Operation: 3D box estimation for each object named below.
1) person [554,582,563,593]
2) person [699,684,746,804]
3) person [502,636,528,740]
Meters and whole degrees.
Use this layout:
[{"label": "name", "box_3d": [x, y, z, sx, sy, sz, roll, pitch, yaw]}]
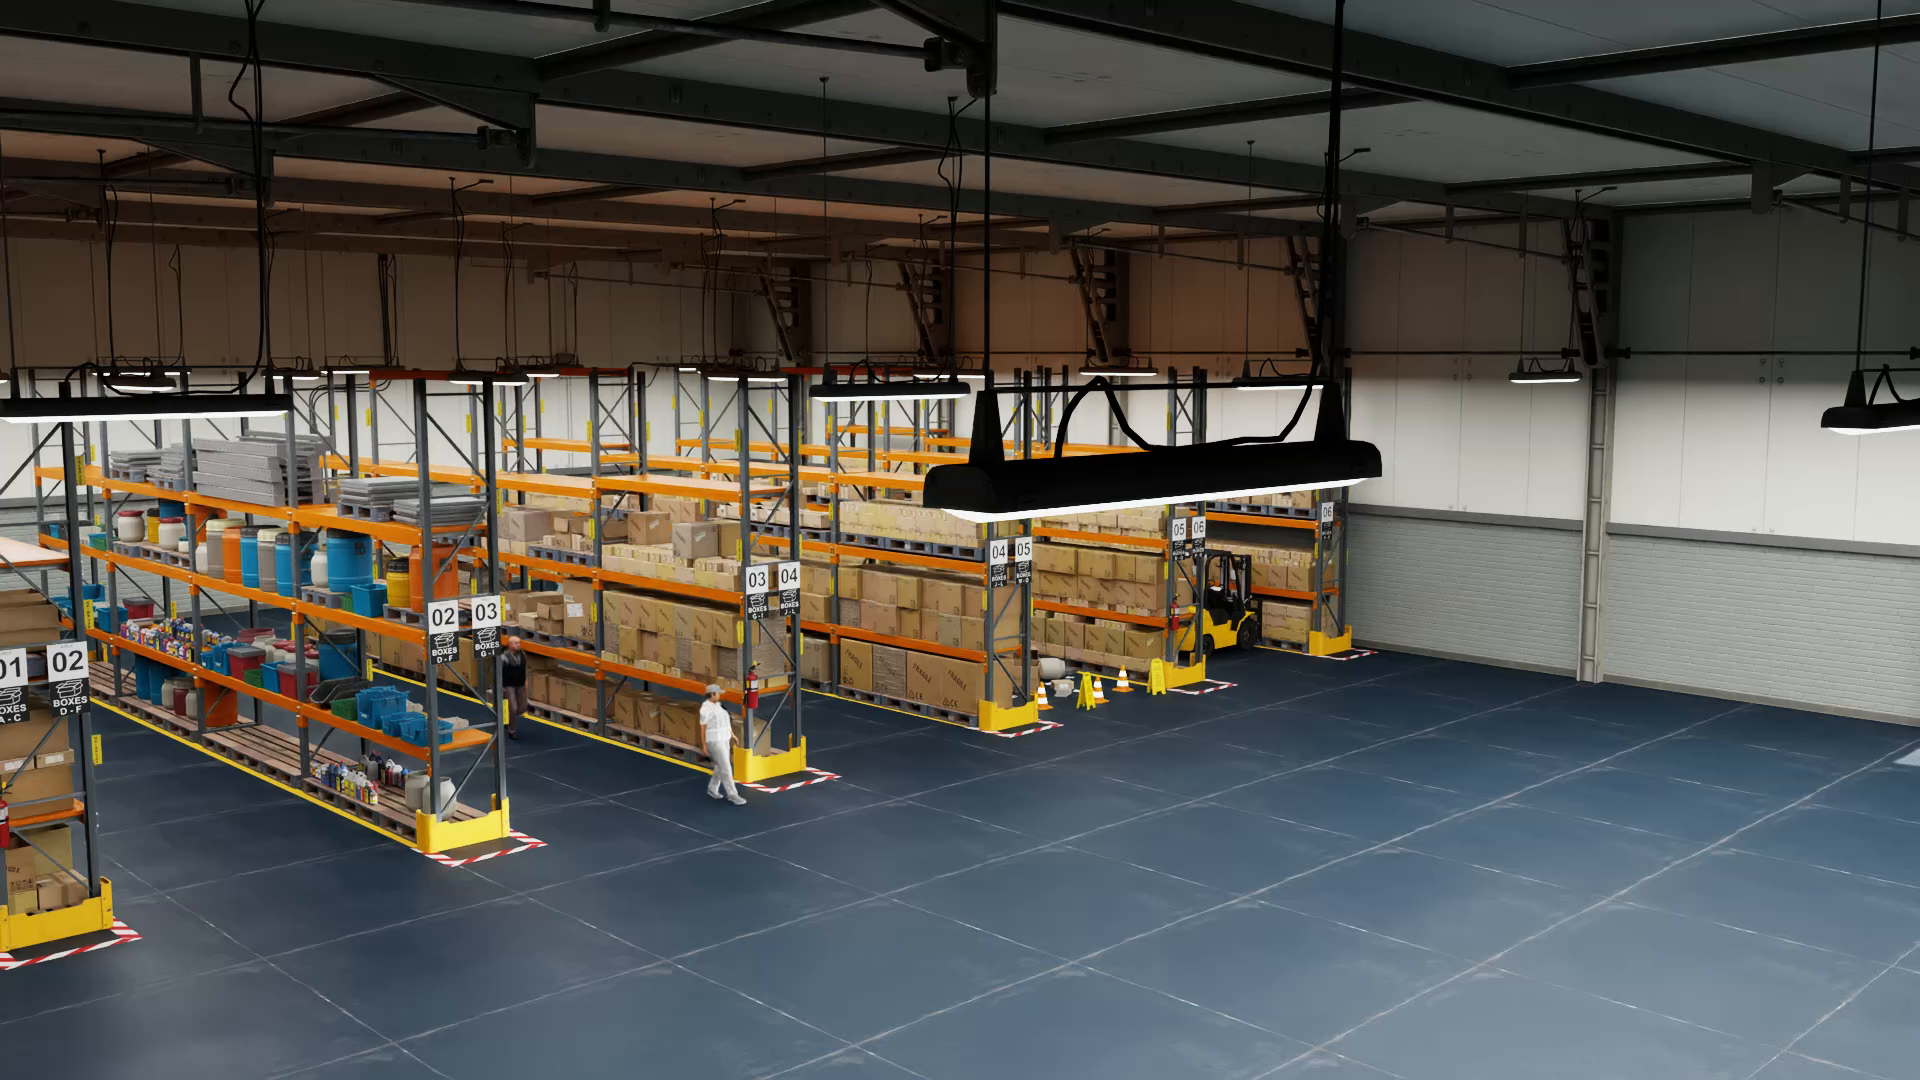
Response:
[{"label": "person", "box_3d": [-10.122, 0.681, 42.339, 0.635, 1.760, 0.934, 2, 7, 15]}, {"label": "person", "box_3d": [-3.299, 2.880, 23.543, 0.749, 1.662, 0.493, 2, 7, 20]}, {"label": "person", "box_3d": [-7.419, 2.409, 27.386, 0.638, 1.702, 0.624, 4, 8, 35]}]
